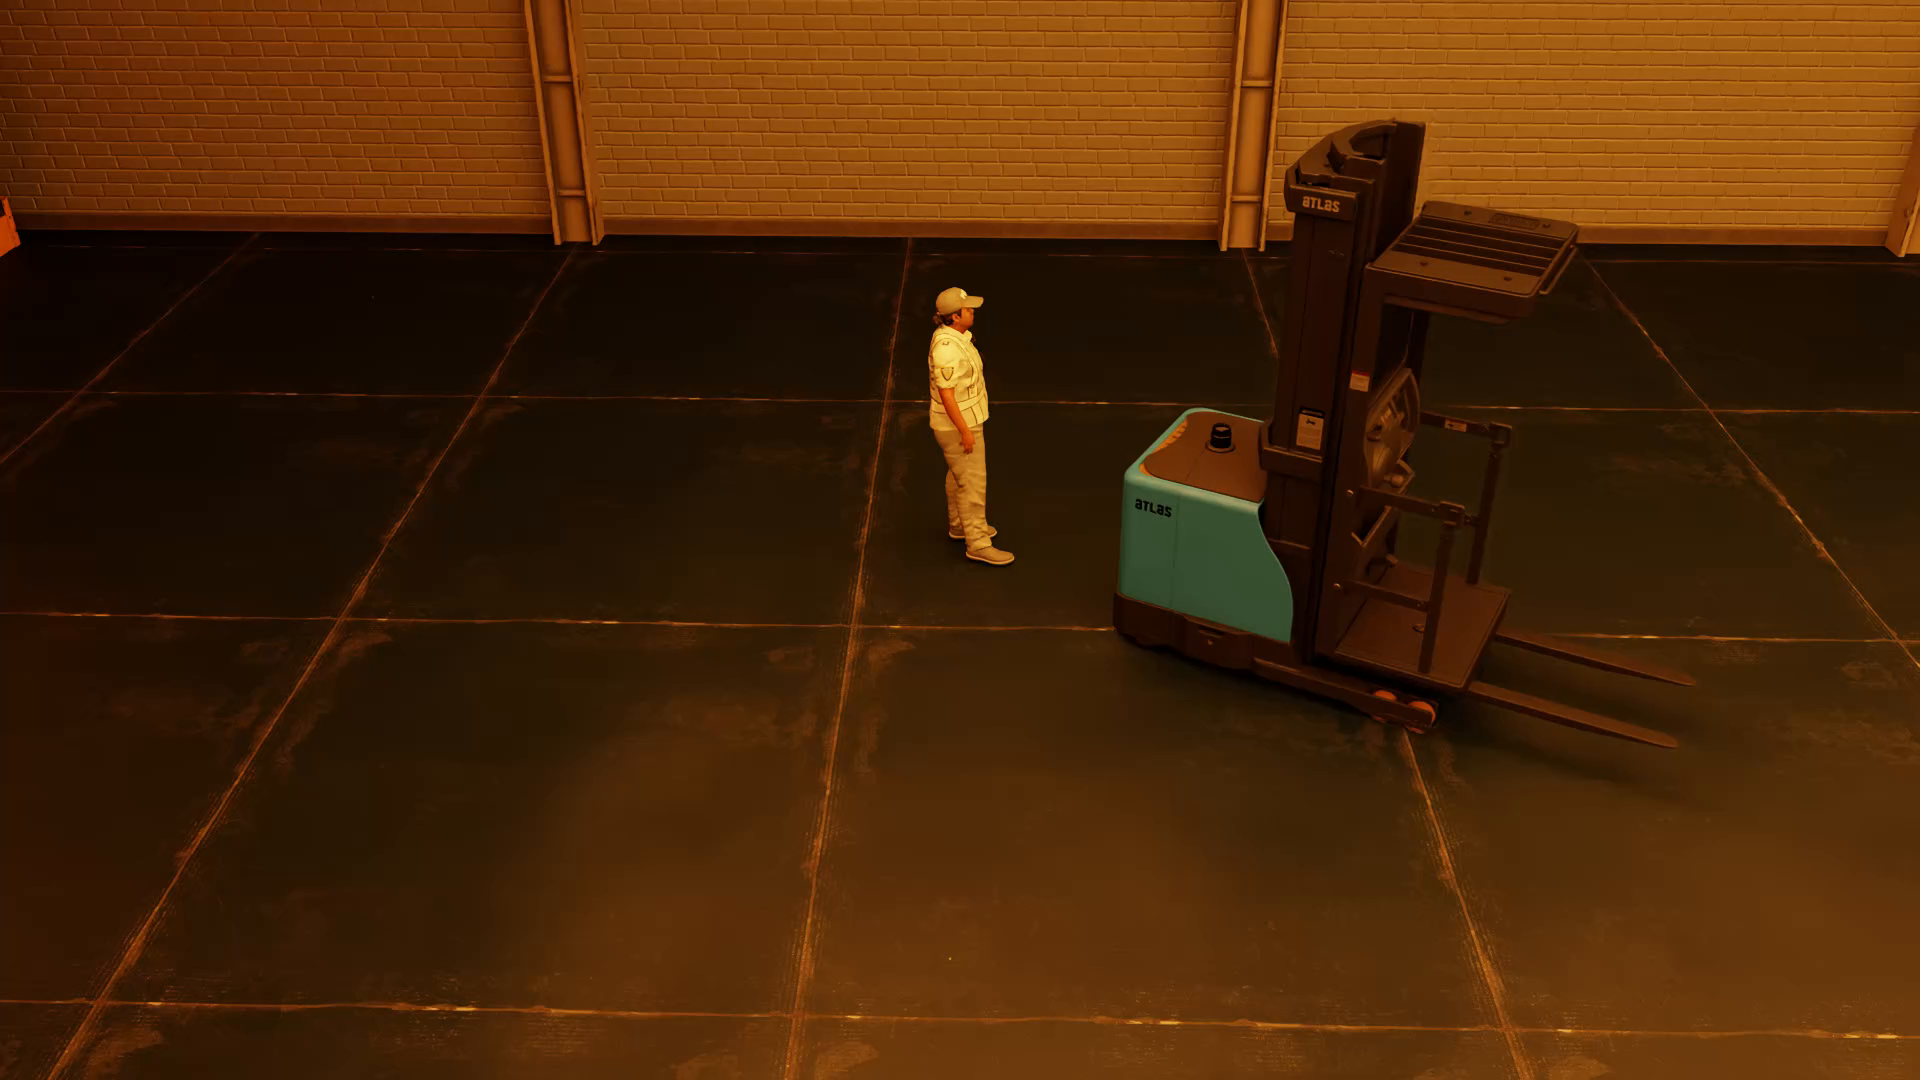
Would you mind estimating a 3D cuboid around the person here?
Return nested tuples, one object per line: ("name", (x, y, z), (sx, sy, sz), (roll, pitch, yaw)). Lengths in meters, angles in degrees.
("person", (0.076, -0.712, 10.051), (0.529, 1.670, 0.598), (1, 31, 1))

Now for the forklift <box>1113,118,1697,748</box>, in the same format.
("forklift", (2.416, -0.555, 8.555), (3.031, 2.935, 1.130), (16, 34, 25))
